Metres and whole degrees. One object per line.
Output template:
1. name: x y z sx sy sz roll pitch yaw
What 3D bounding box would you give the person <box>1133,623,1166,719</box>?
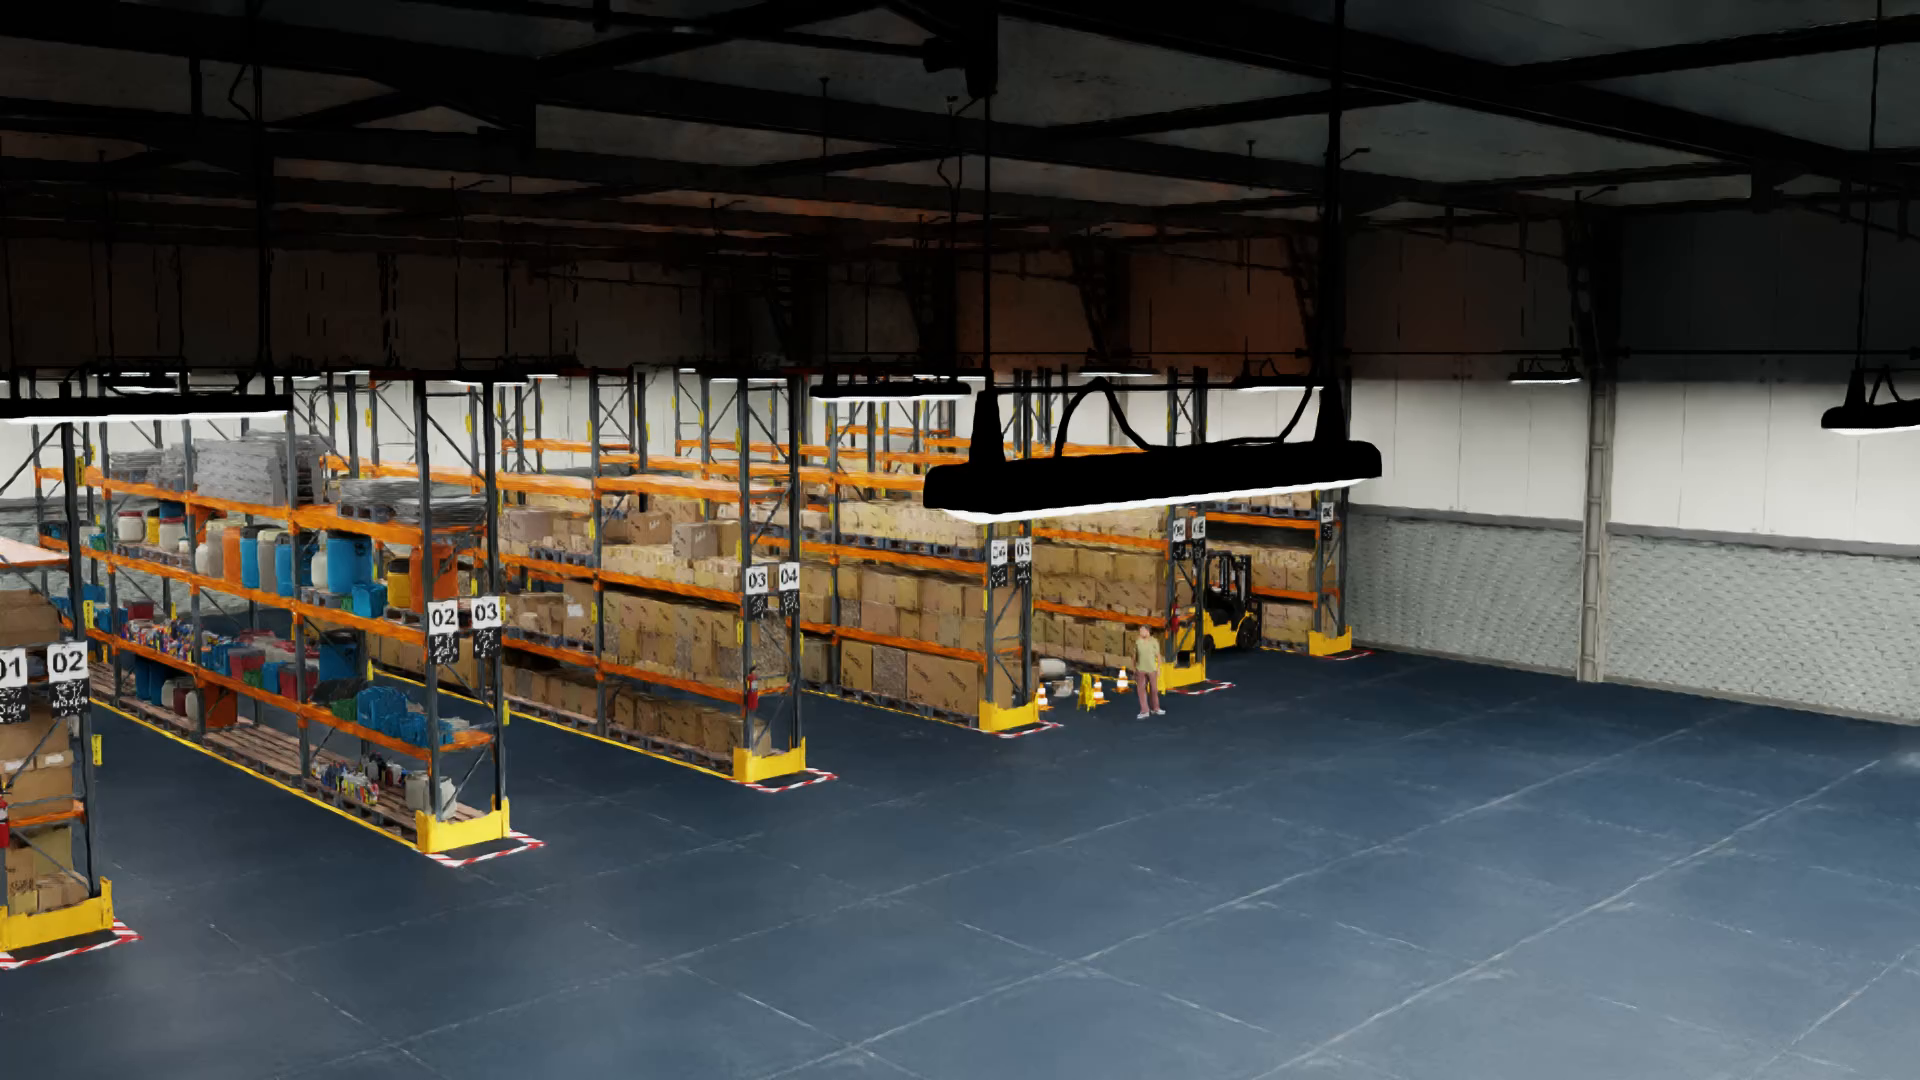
1. person: 3.262 2.266 28.932 0.516 1.636 0.543 2 7 18

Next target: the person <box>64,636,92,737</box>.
1. person: -14.627 2.401 27.455 0.530 1.668 0.449 2 7 15
